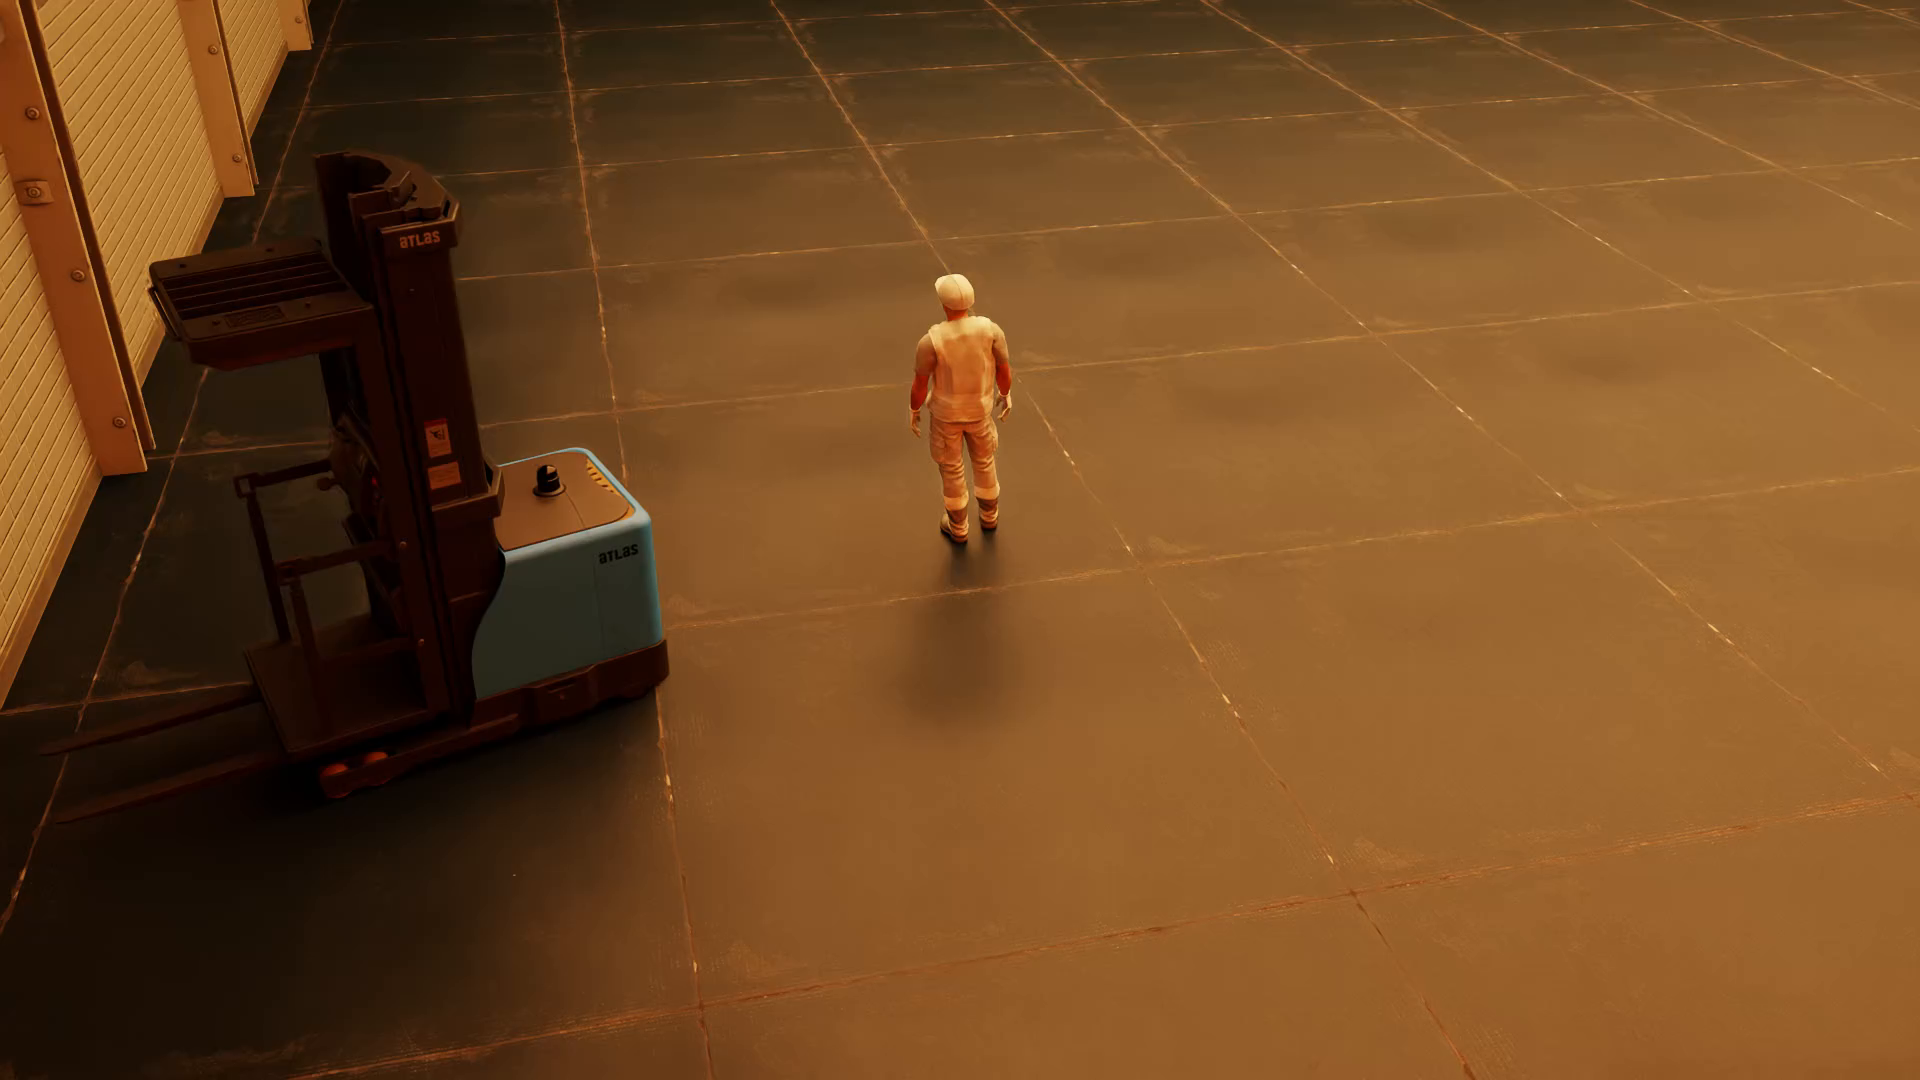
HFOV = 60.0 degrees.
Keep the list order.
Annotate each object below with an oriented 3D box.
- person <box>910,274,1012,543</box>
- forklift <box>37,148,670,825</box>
[{"bbox_3d":[-0.009,-0.821,10.119,0.638,1.789,0.562,-7,31,-12],"label":"person"},{"bbox_3d":[-3.115,-0.287,8.070,3.031,2.935,1.130,-17,34,-27],"label":"forklift"}]
